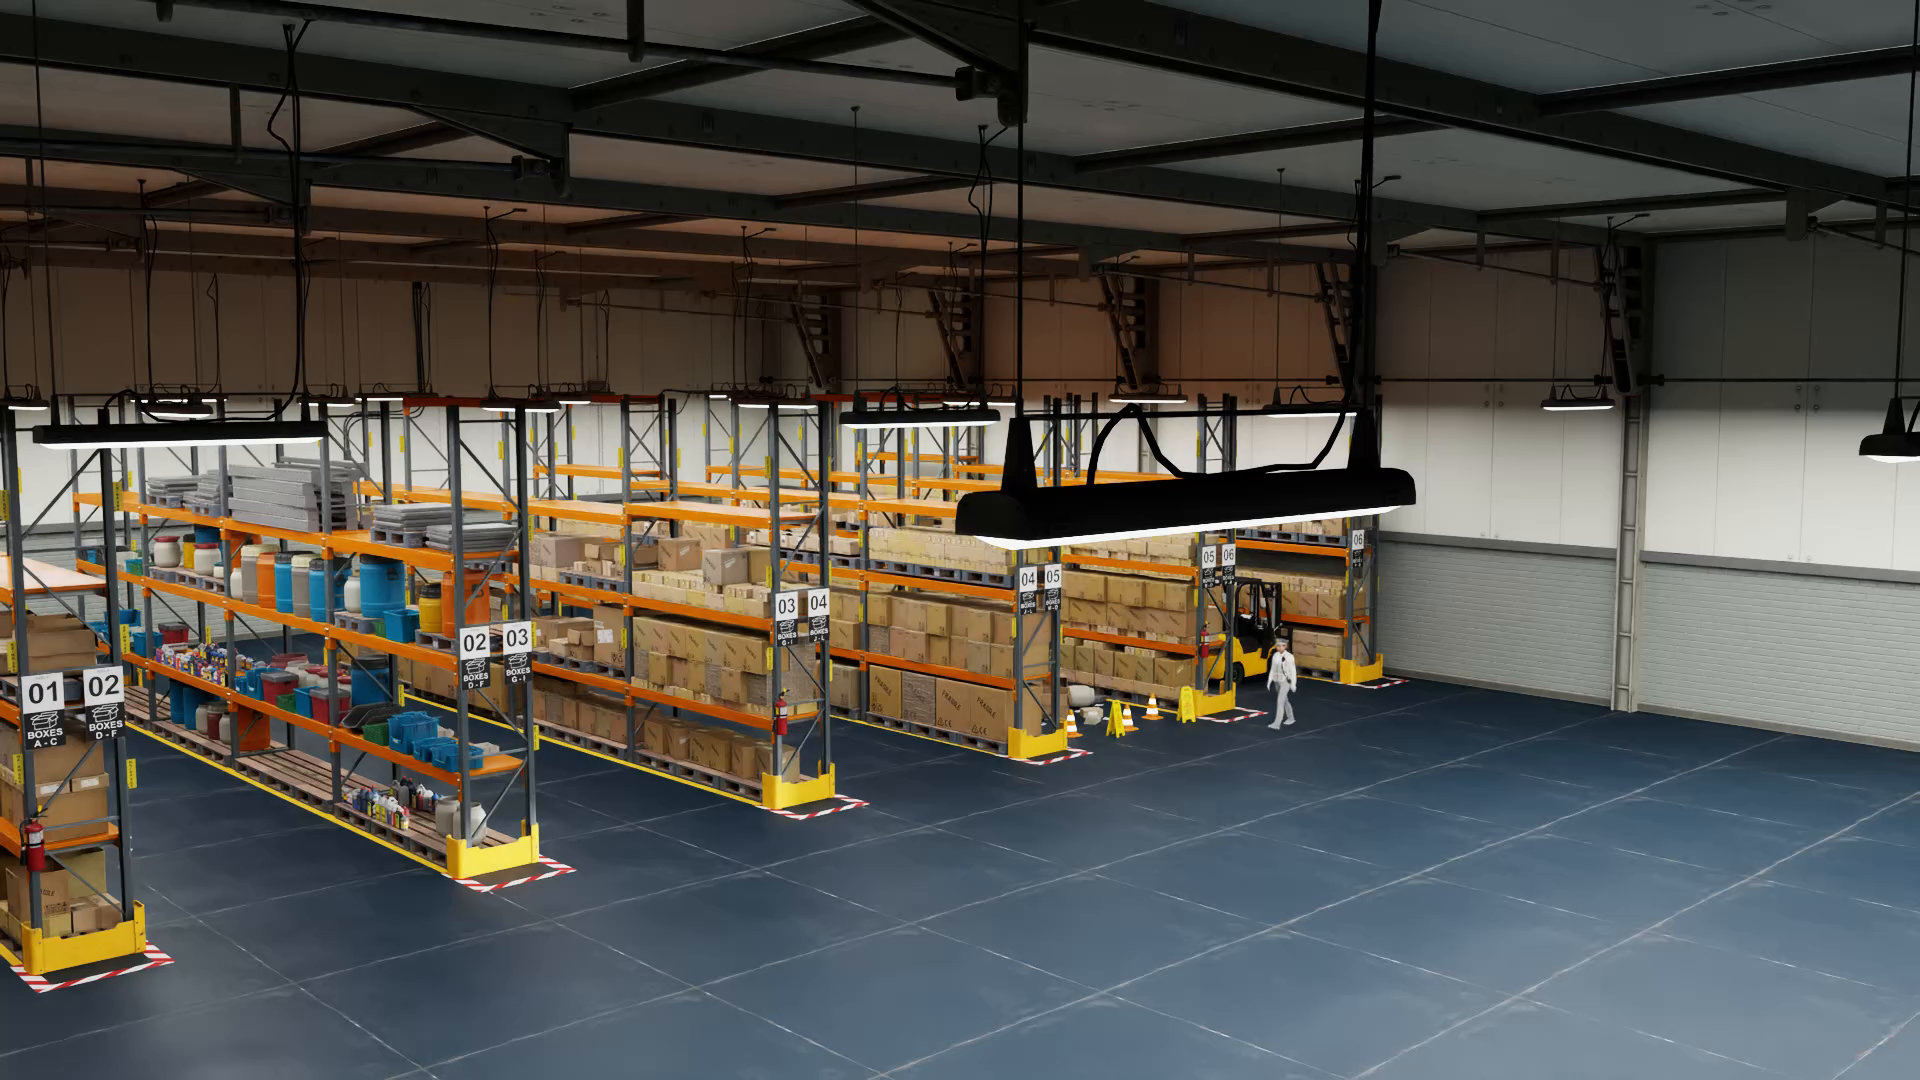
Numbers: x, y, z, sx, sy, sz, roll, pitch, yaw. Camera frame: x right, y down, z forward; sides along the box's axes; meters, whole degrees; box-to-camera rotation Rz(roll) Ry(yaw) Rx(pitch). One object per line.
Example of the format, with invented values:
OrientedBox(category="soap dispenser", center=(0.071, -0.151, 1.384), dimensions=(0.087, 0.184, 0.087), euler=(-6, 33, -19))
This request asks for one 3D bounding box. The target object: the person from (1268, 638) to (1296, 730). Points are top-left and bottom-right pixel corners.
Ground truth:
OrientedBox(category="person", center=(5.823, 2.592, 30.212), dimensions=(0.866, 1.632, 0.492), euler=(-3, 6, -31))

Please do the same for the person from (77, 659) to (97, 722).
OrientedBox(category="person", center=(-15.433, 2.616, 29.270), dimensions=(0.711, 1.718, 1.102), euler=(-5, 7, -42))
